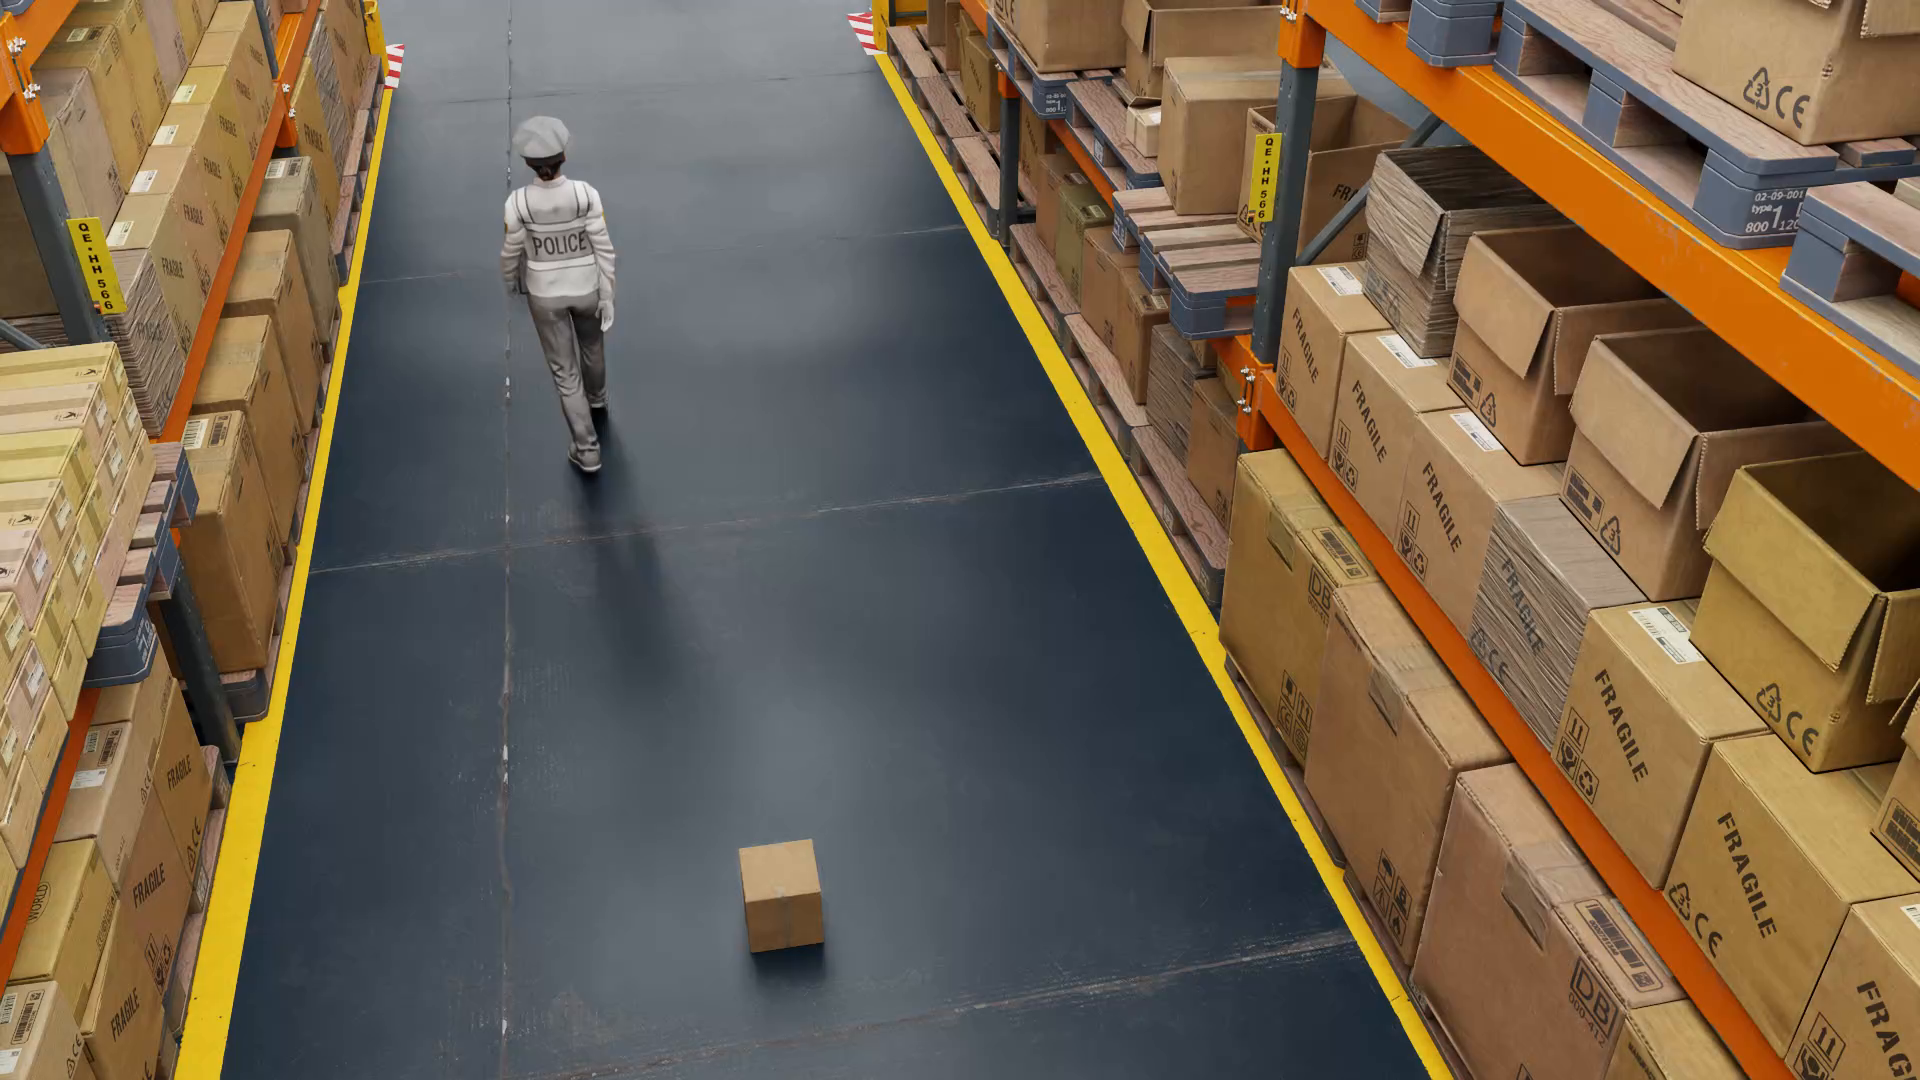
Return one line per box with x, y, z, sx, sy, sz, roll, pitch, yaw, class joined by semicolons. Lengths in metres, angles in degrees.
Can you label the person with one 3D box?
-1.898;-1.204;7.858;0.496;1.675;0.849;-14;37;-19;person
